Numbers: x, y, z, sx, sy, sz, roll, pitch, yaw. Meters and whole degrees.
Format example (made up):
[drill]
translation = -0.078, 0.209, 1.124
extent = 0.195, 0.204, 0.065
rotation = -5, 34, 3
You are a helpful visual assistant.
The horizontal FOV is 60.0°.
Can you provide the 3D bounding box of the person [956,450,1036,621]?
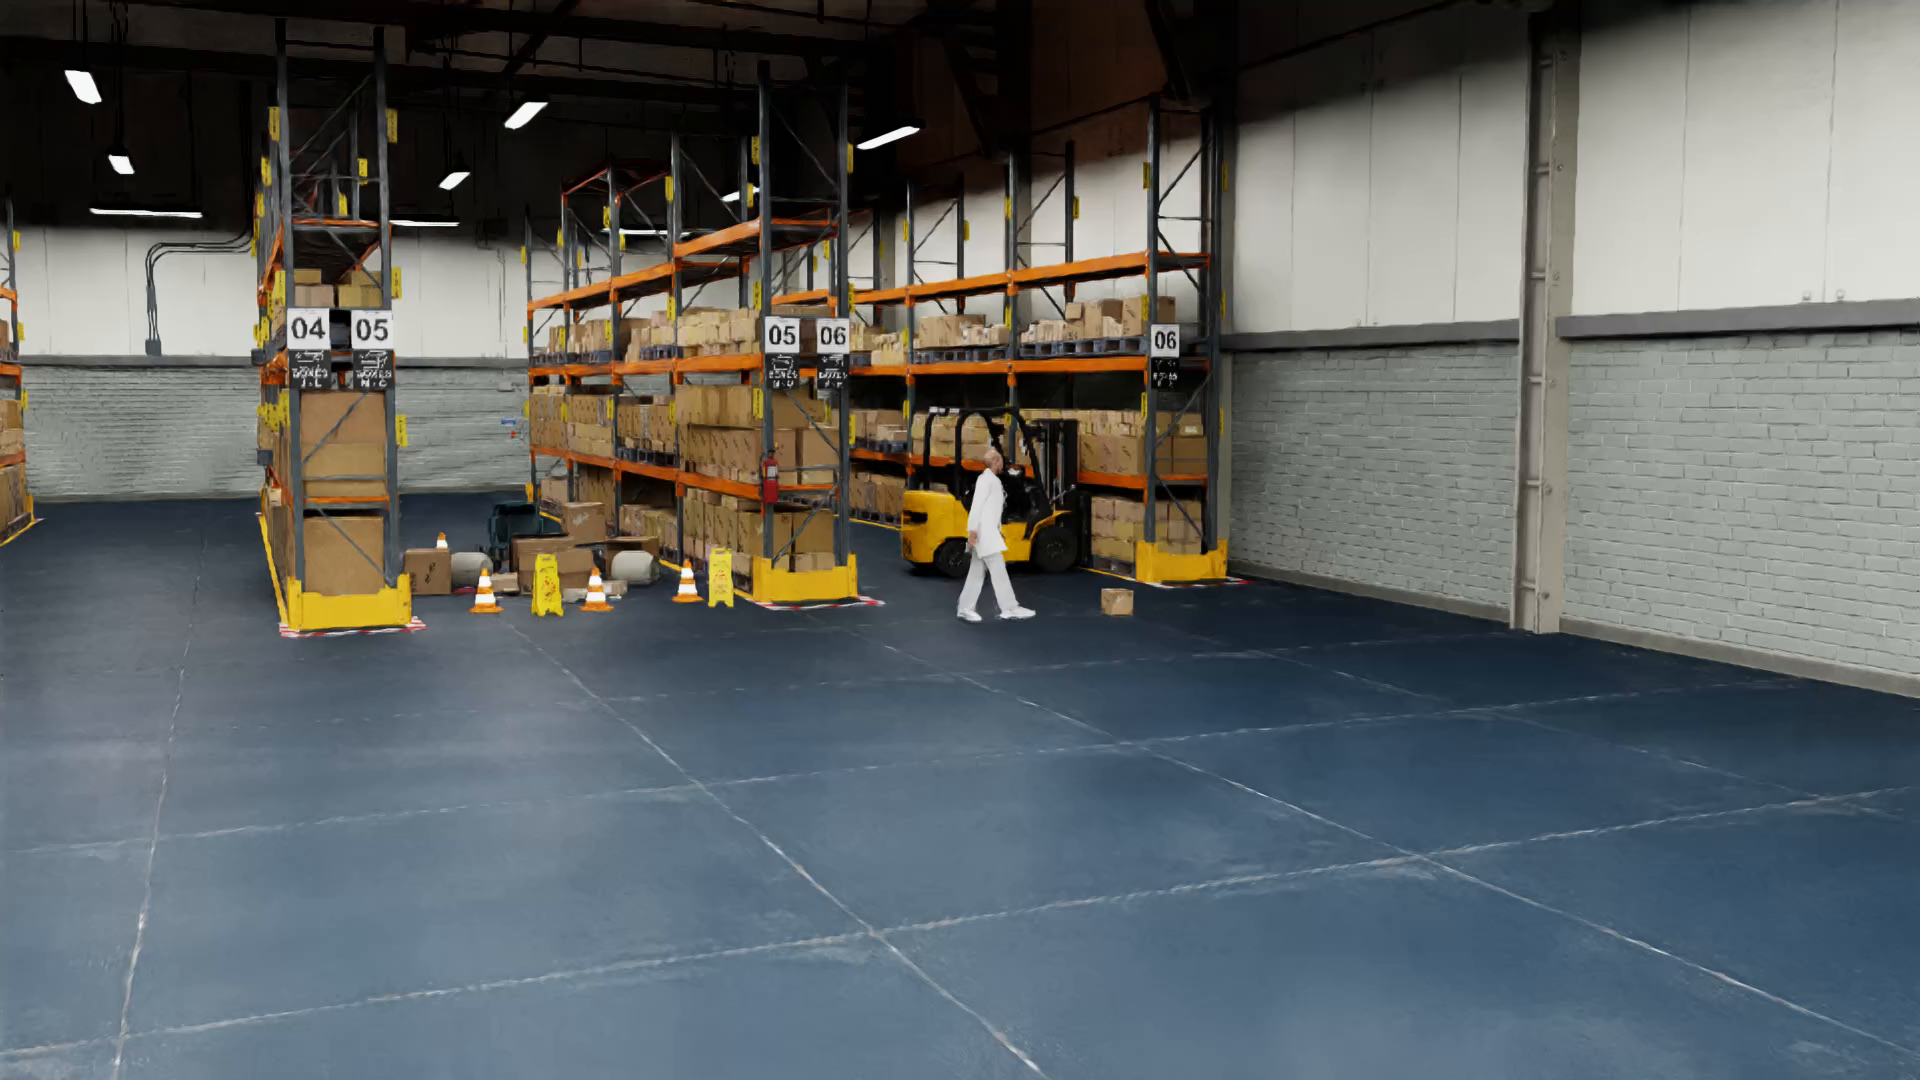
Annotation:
[person]
translation = 0.385, -0.052, 17.262
extent = 0.841, 1.757, 0.653
rotation = 1, 5, 8
